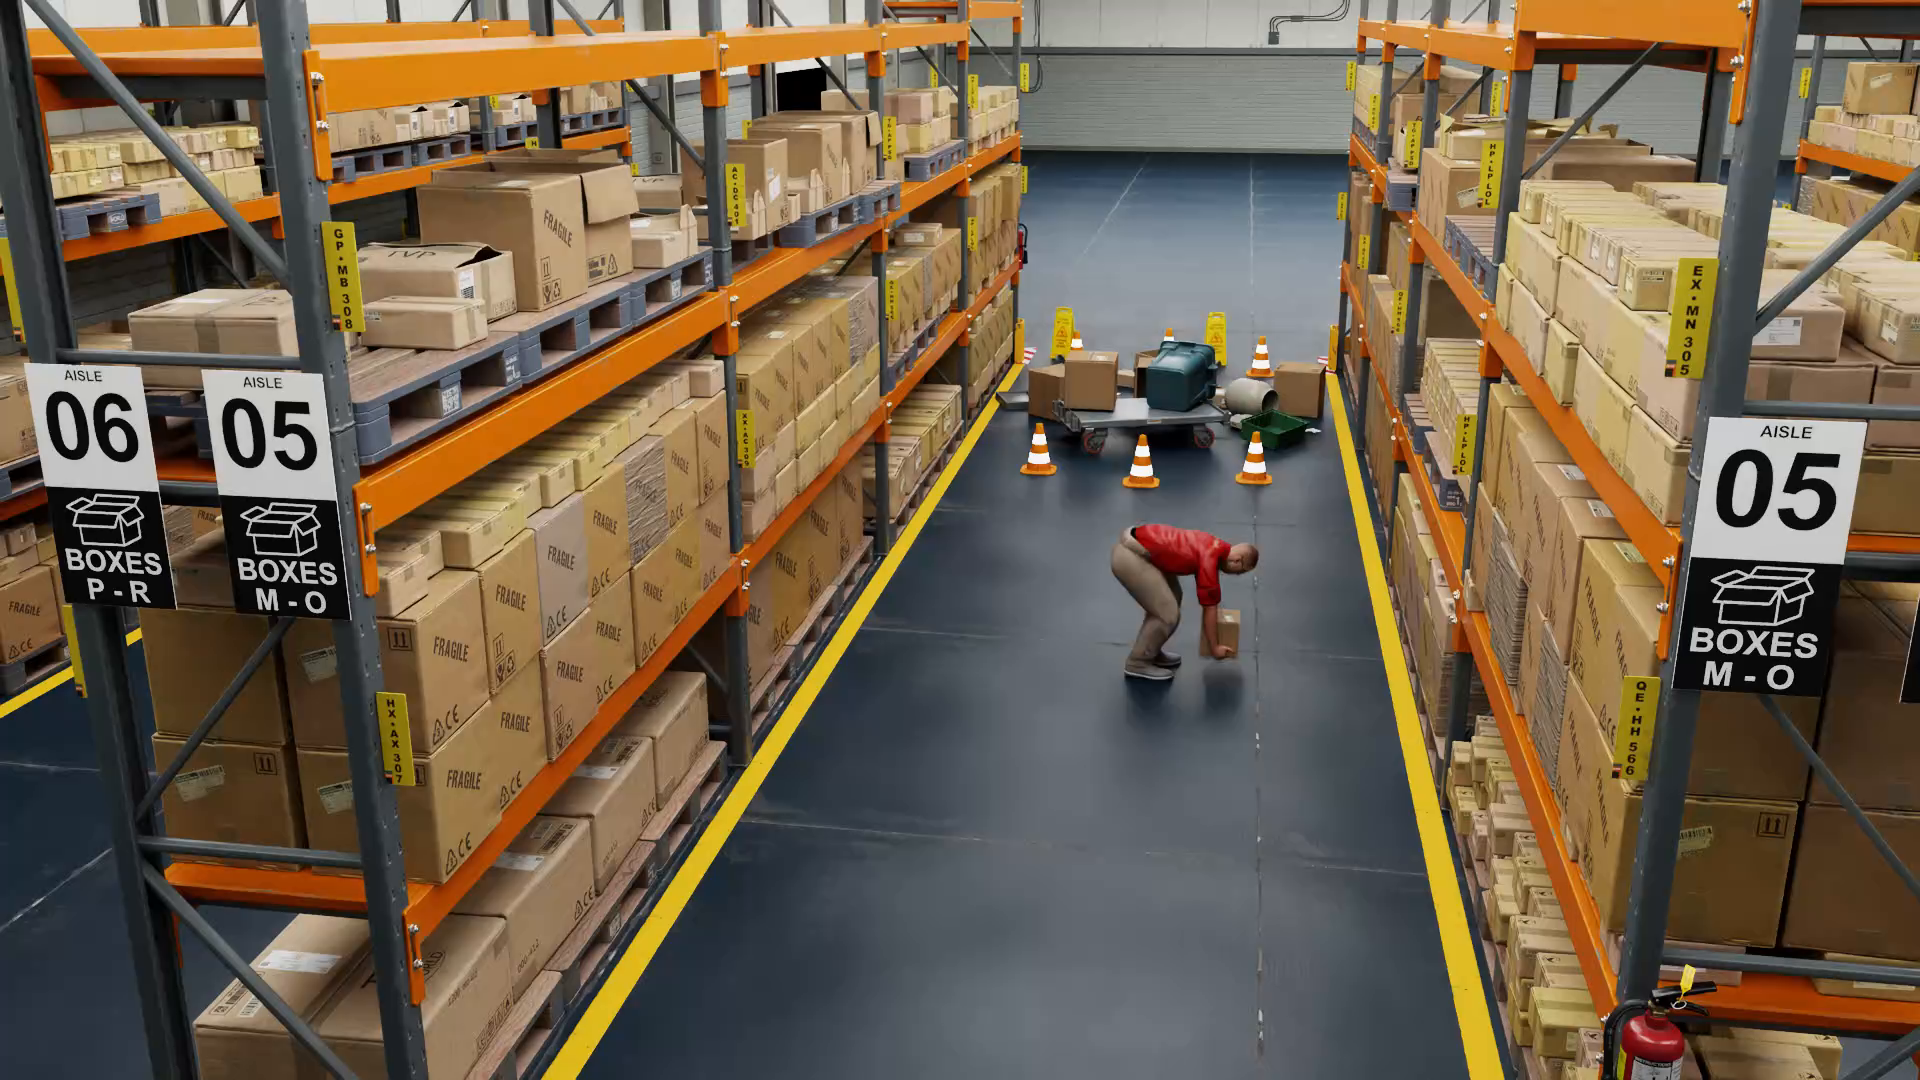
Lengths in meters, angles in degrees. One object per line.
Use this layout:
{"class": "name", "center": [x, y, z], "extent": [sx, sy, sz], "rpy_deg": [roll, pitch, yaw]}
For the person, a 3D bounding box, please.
{"class": "person", "center": [1.473, 0.399, 11.008], "extent": [0.962, 1.014, 0.506], "rpy_deg": [2, 18, 6]}
